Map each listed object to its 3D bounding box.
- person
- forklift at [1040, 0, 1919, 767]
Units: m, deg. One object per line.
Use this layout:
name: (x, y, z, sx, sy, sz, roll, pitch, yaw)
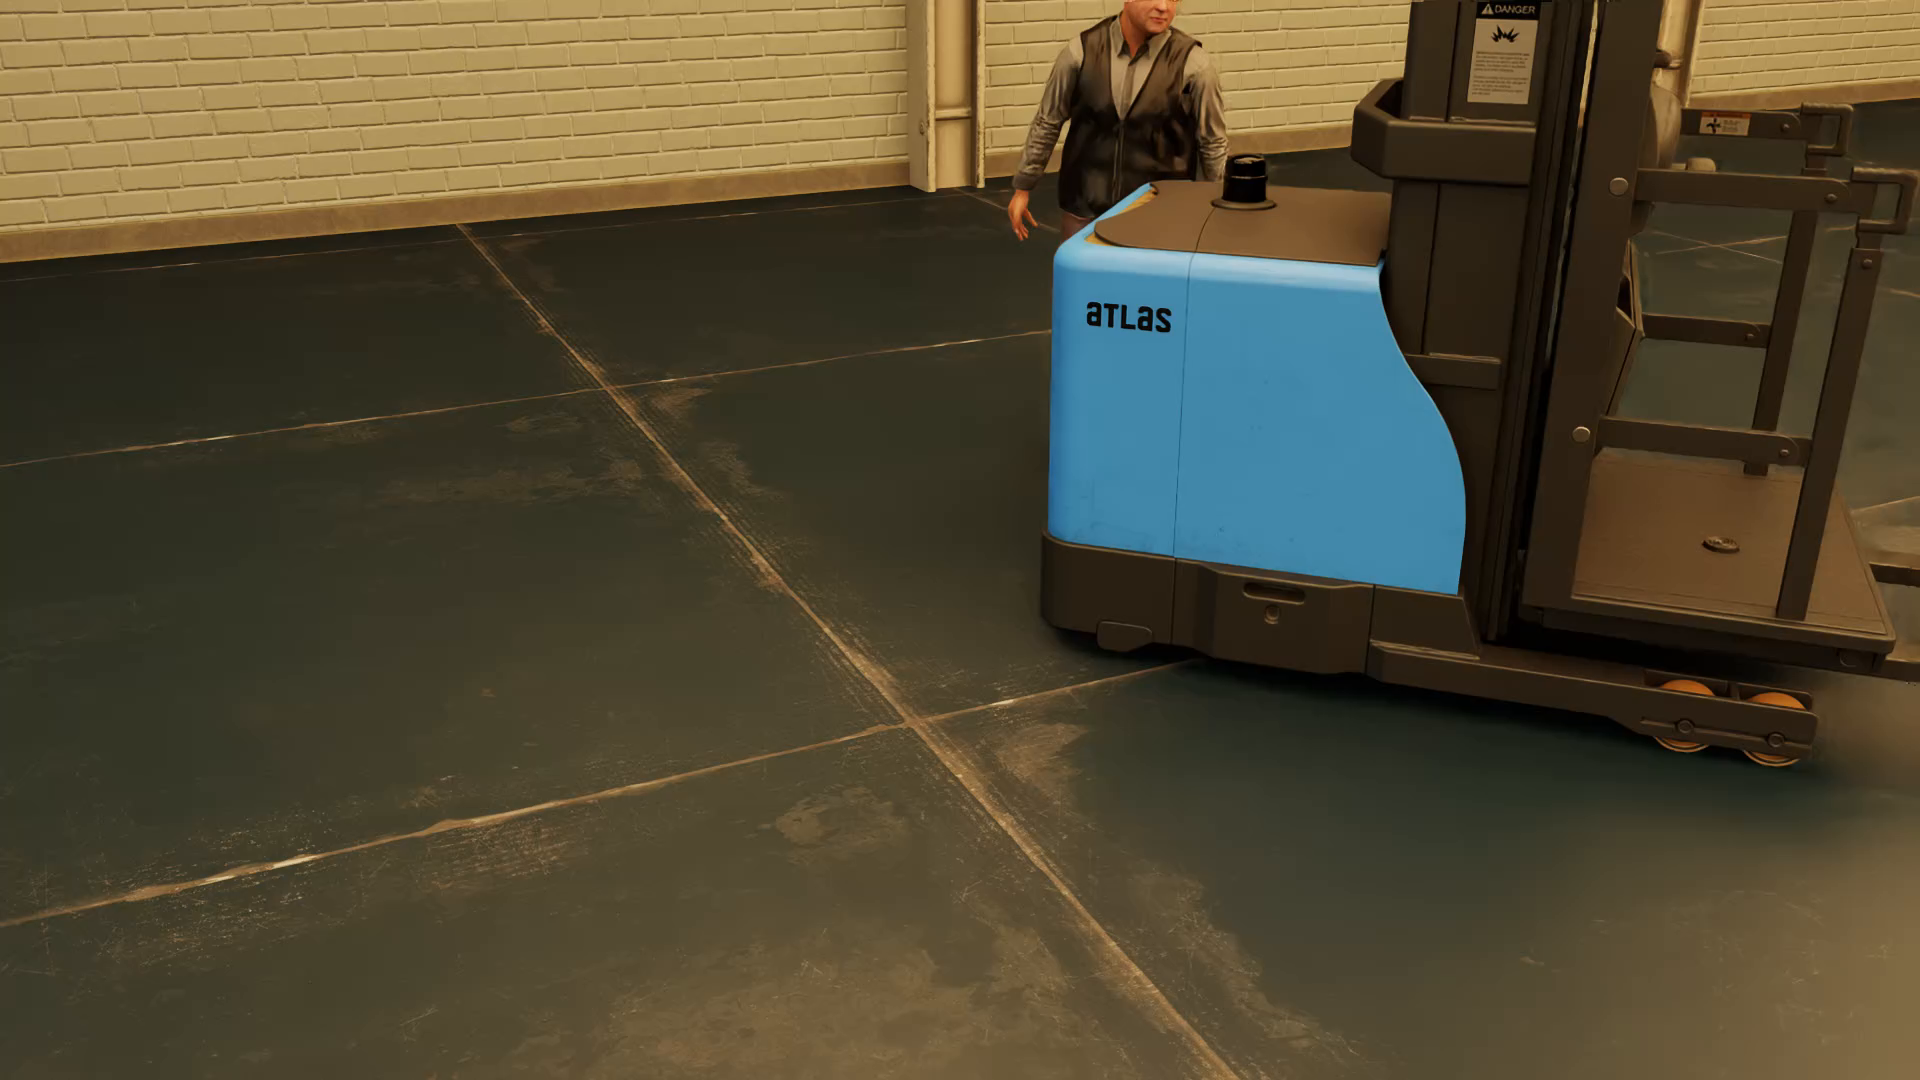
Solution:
person: (0.570, -1.051, 5.478, 0.864, 1.694, 0.408, 5, 23, 13)
forklift: (1.788, -1.060, 3.837, 3.031, 2.935, 1.130, 8, 24, 18)
